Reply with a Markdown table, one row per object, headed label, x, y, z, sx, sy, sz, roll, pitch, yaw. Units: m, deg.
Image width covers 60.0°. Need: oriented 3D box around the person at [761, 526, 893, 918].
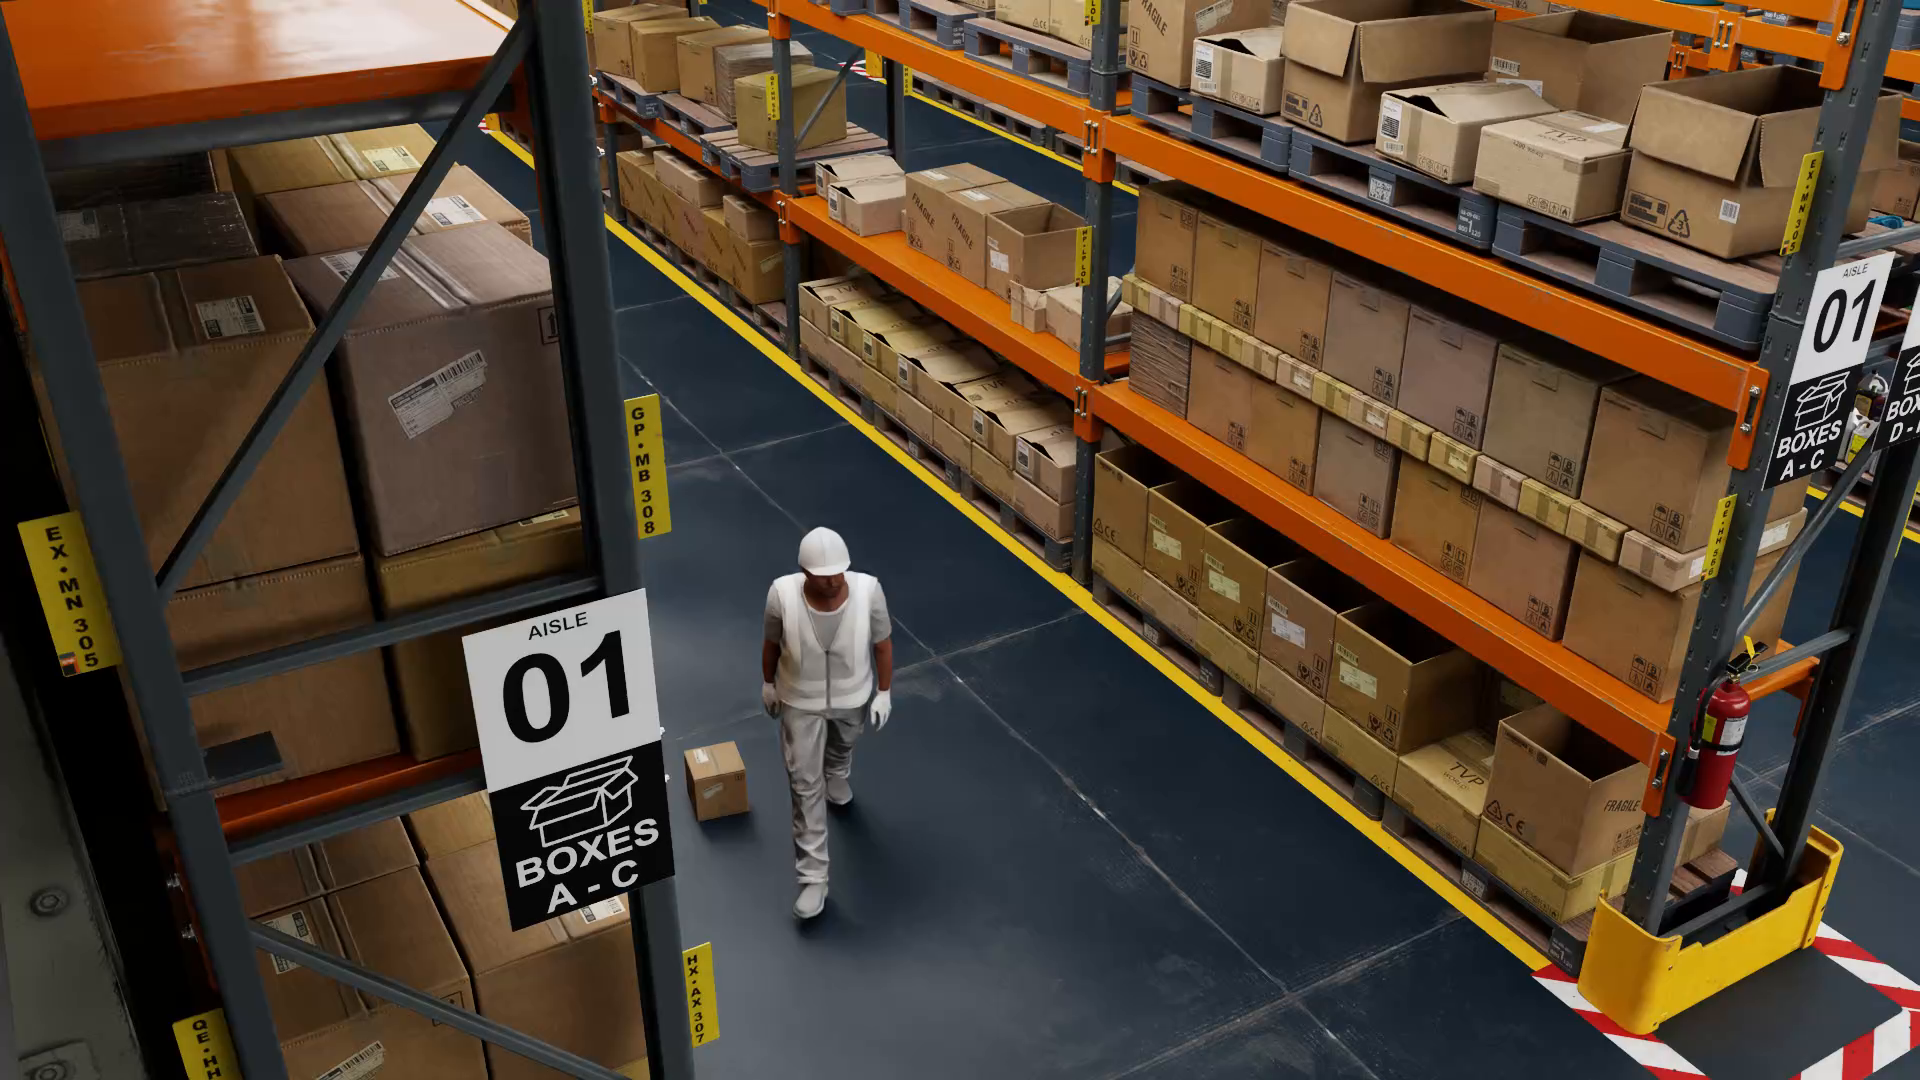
| label | x | y | z | sx | sy | sz | roll | pitch | yaw |
| --- | --- | --- | --- | --- | --- | --- | --- | --- | --- |
| person | -0.575 | 0.683 | 7.333 | 0.576 | 1.714 | 1.098 | -6 | 29 | -11 |
